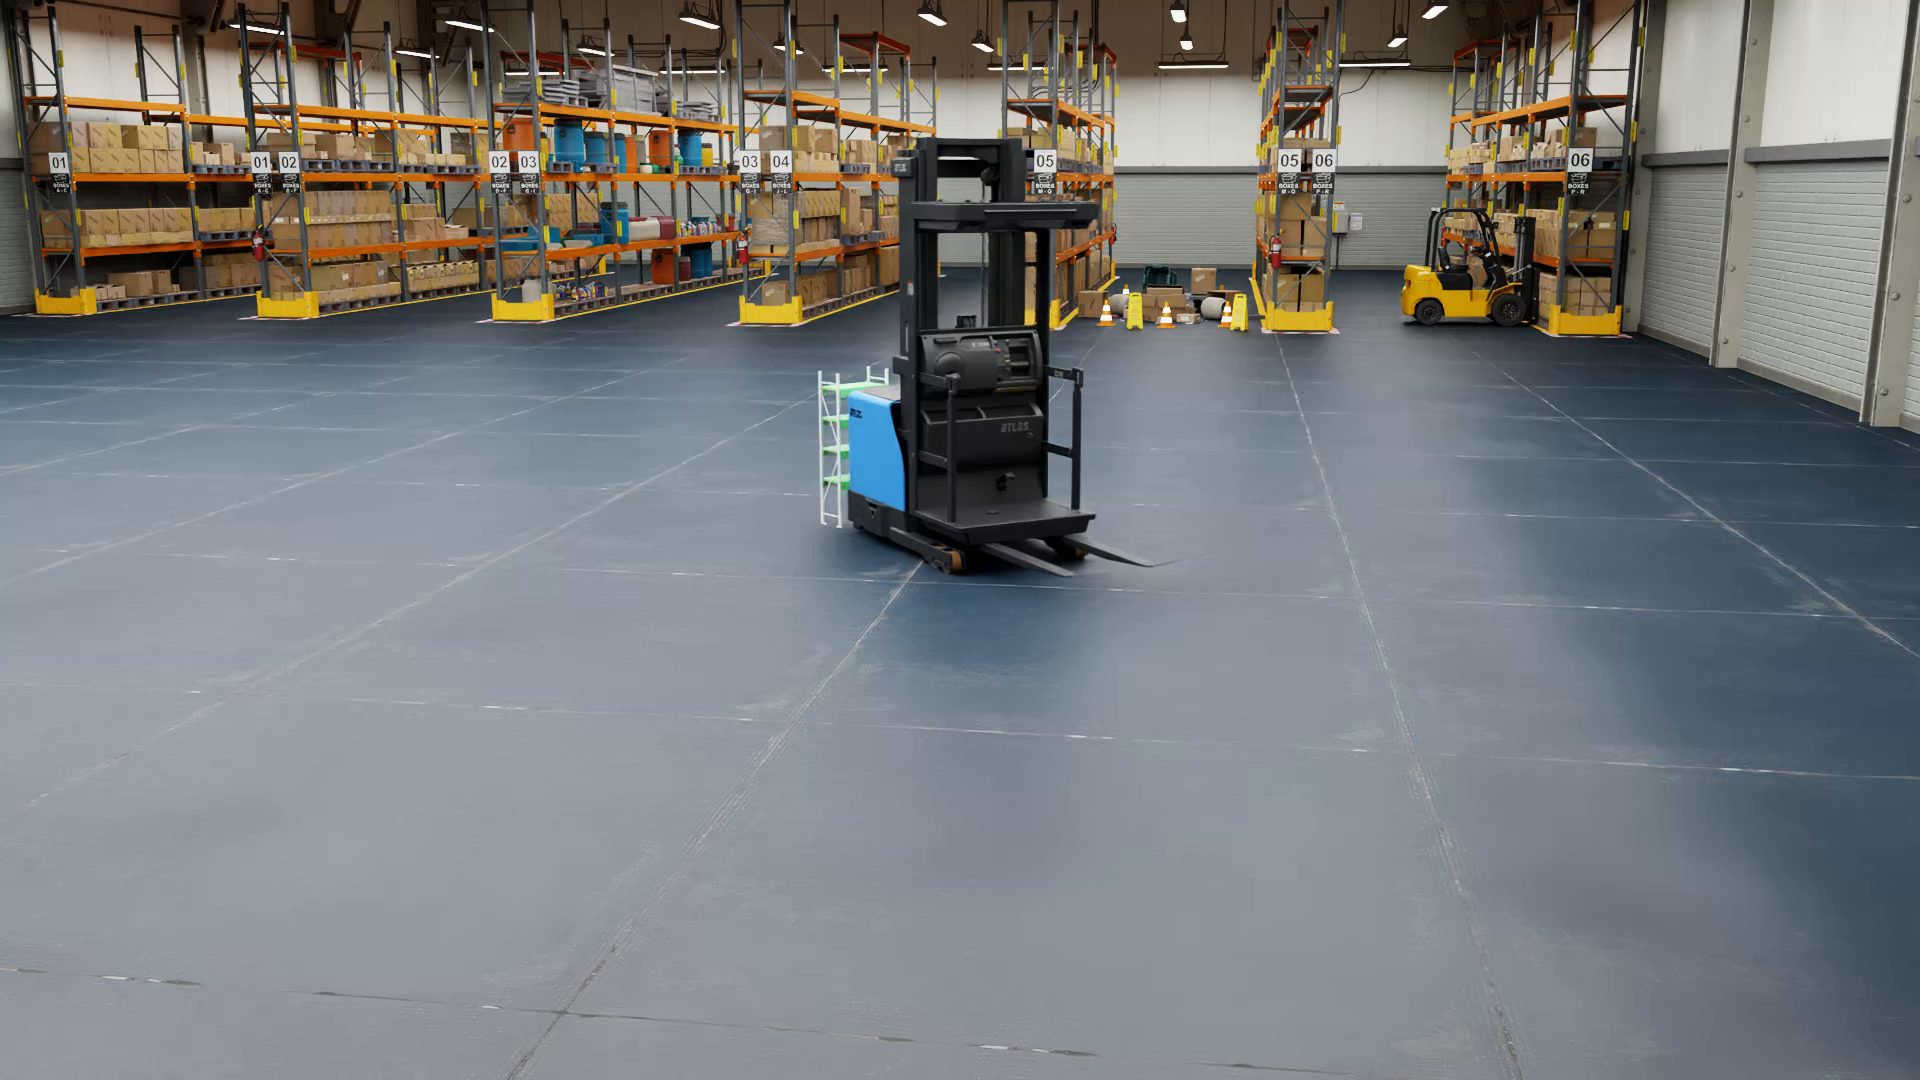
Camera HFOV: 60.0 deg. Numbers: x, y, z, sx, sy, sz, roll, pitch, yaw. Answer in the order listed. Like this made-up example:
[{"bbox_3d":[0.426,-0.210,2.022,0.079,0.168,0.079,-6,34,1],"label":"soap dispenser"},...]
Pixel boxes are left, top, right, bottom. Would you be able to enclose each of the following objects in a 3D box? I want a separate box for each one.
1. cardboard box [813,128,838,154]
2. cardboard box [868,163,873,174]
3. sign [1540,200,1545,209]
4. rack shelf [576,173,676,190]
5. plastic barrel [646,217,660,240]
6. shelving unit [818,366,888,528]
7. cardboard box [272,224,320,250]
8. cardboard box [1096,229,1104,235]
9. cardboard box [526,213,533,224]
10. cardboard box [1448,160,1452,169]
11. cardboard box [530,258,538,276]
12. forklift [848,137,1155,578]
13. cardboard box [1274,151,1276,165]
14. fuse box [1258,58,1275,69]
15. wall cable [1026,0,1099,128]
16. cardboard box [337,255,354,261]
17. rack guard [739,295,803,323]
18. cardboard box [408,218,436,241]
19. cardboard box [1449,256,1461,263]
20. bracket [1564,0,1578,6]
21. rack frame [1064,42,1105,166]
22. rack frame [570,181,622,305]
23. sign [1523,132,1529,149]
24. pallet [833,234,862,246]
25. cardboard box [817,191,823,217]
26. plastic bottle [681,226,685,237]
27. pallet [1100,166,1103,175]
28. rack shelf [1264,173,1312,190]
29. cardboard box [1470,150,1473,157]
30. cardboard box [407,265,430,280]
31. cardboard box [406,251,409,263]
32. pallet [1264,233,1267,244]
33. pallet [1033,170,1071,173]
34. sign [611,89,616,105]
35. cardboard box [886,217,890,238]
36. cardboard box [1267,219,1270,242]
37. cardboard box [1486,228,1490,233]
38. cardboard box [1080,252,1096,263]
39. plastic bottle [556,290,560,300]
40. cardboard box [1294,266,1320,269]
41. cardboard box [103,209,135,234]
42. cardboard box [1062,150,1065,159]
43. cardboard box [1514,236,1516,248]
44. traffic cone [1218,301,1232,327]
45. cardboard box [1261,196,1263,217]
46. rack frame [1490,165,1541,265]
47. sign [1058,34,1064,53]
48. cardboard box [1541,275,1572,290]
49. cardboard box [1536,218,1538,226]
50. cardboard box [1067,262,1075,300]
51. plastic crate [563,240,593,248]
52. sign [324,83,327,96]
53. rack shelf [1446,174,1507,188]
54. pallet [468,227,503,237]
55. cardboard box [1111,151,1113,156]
[{"bbox_3d":[-2.825,-8.255,34.426,0.500,0.500,0.500,2,12,7],"label":"cardboard box"},{"bbox_3d":[-2.287,-8.467,37.896,0.500,0.250,0.500,2,12,8],"label":"cardboard box"},{"bbox_3d":[12.853,-7.352,36.738,0.100,0.325,0.005,2,12,9],"label":"sign"},{"bbox_3d":[-7.595,-8.143,37.746,1.077,0.370,4.000,2,12,9],"label":"rack shelf"},{"bbox_3d":[-7.234,-7.278,38.880,0.421,0.512,0.421,0,12,0],"label":"plastic barrel"},{"bbox_3d":[-0.829,-0.735,13.057,0.503,1.200,0.258,-11,16,-42],"label":"shelving unit"},{"bbox_3d":[-13.327,-6.086,33.377,0.700,0.500,0.500,2,12,9],"label":"cardboard box"},{"bbox_3d":[3.475,-7.861,42.445,0.380,0.149,0.250,2,12,11],"label":"cardboard box"},{"bbox_3d":[-11.742,-8.600,45.041,0.500,0.500,0.500,2,12,10],"label":"cardboard box"},{"bbox_3d":[13.196,-9.923,43.949,0.500,0.250,0.500,2,12,8],"label":"cardboard box"},{"bbox_3d":[-11.443,-7.217,43.751,0.500,0.500,0.500,2,12,9],"label":"cardboard box"},{"bbox_3d":[0.258,-1.302,11.577,1.130,2.935,3.031,-6,14,-27],"label":"forklift"},{"bbox_3d":[6.135,-7.164,31.147,0.500,0.250,0.500,2,12,10],"label":"cardboard box"},{"bbox_3d":[9.219,-14.302,49.904,0.513,0.334,0.176,2,12,9],"label":"fuse box"},{"bbox_3d":[3.113,-14.520,50.873,2.277,5.999,0.120,2,12,9],"label":"wall cable"},{"bbox_3d":[-16.566,-7.428,43.947,0.750,0.750,0.750,2,12,10],"label":"cardboard box"},{"bbox_3d":[-3.612,-4.413,31.783,1.175,0.500,0.348,2,12,9],"label":"rack guard"},{"bbox_3d":[-12.504,-7.195,38.524,0.500,0.500,0.500,2,12,9],"label":"cardboard box"},{"bbox_3d":[13.177,-7.151,43.491,0.700,0.500,0.500,2,12,11],"label":"cardboard box"},{"bbox_3d":[12.580,-11.120,34.187,0.235,0.232,0.430,2,12,9],"label":"bracket"},{"bbox_3d":[3.108,-10.868,41.562,1.000,3.000,0.127,2,12,9],"label":"rack frame"},{"bbox_3d":[-7.902,-6.612,36.054,1.000,3.000,0.127,2,12,9],"label":"rack frame"},{"bbox_3d":[11.152,-7.859,32.746,0.100,0.325,0.005,2,12,9],"label":"sign"},{"bbox_3d":[-2.747,-6.512,36.046,1.003,0.211,1.213,2,12,9],"label":"pallet"},{"bbox_3d":[-3.039,-6.720,33.238,0.500,0.500,0.500,2,12,9],"label":"cardboard box"},{"bbox_3d":[-6.830,-7.560,40.747,0.152,0.276,0.135,2,12,9],"label":"plastic bottle"},{"bbox_3d":[2.907,-9.185,41.317,1.213,0.211,1.003,2,12,9],"label":"pallet"},{"bbox_3d":[7.092,-7.661,35.511,1.077,0.370,4.000,2,12,9],"label":"rack shelf"},{"bbox_3d":[12.389,-9.222,39.699,0.380,0.149,0.250,2,12,8],"label":"cardboard box"},{"bbox_3d":[-12.404,-6.091,37.833,0.500,0.311,0.500,2,12,8],"label":"cardboard box"},{"bbox_3d":[-16.083,-7.945,47.177,0.700,0.500,0.500,2,12,10],"label":"cardboard box"},{"bbox_3d":[7.395,-6.718,36.999,1.213,0.211,1.003,2,12,9],"label":"pallet"},{"bbox_3d":[1.970,-7.835,35.063,0.805,0.209,1.217,1,12,6],"label":"pallet"},{"bbox_3d":[-7.360,-9.422,35.351,0.100,0.325,0.005,2,12,9],"label":"sign"},{"bbox_3d":[-1.972,-7.533,40.090,0.500,0.500,0.500,2,12,7],"label":"cardboard box"},{"bbox_3d":[6.441,-6.242,33.395,0.500,0.500,0.500,2,12,8],"label":"cardboard box"},{"bbox_3d":[12.026,-7.035,37.615,0.380,0.149,0.250,2,12,10],"label":"cardboard box"},{"bbox_3d":[3.004,-6.796,40.066,0.500,0.250,0.500,2,12,9],"label":"cardboard box"},{"bbox_3d":[-8.433,-5.143,34.837,0.097,0.201,0.097,0,12,0],"label":"plastic bottle"},{"bbox_3d":[6.958,-5.226,33.374,0.500,0.500,0.500,2,12,8],"label":"cardboard box"},{"bbox_3d":[-17.765,-6.703,35.005,0.500,0.500,0.500,1,12,7],"label":"cardboard box"},{"bbox_3d":[1.787,-7.306,31.517,0.380,0.149,0.250,2,12,9],"label":"cardboard box"},{"bbox_3d":[11.508,-6.010,33.619,0.500,0.250,0.500,2,12,10],"label":"cardboard box"},{"bbox_3d":[4.960,-4.189,30.832,0.336,0.463,0.334,2,12,9],"label":"traffic cone"},{"bbox_3d":[7.532,-8.040,40.070,0.500,0.500,0.500,2,12,7],"label":"cardboard box"},{"bbox_3d":[12.304,-6.803,36.941,1.000,3.000,0.127,2,12,9],"label":"rack frame"},{"bbox_3d":[1.810,-8.885,29.766,0.100,0.325,0.005,2,12,9],"label":"sign"},{"bbox_3d":[10.909,-4.700,30.339,0.500,0.250,0.500,2,12,10],"label":"cardboard box"},{"bbox_3d":[11.176,-6.066,31.743,0.380,0.149,0.250,2,12,8],"label":"cardboard box"},{"bbox_3d":[1.884,-5.507,35.272,1.050,0.750,0.750,2,12,8],"label":"cardboard box"},{"bbox_3d":[-7.902,-6.137,34.475,0.530,0.136,0.437,2,12,9],"label":"plastic crate"},{"bbox_3d":[-17.006,-12.088,44.631,0.100,0.325,0.005,2,12,9],"label":"sign"},{"bbox_3d":[13.227,-9.167,42.496,1.077,0.370,4.000,2,12,9],"label":"rack shelf"},{"bbox_3d":[-12.146,-7.656,41.352,1.213,0.211,1.003,2,12,9],"label":"pallet"},{"bbox_3d":[3.962,-10.521,45.297,0.380,0.149,0.250,2,12,8],"label":"cardboard box"}]
